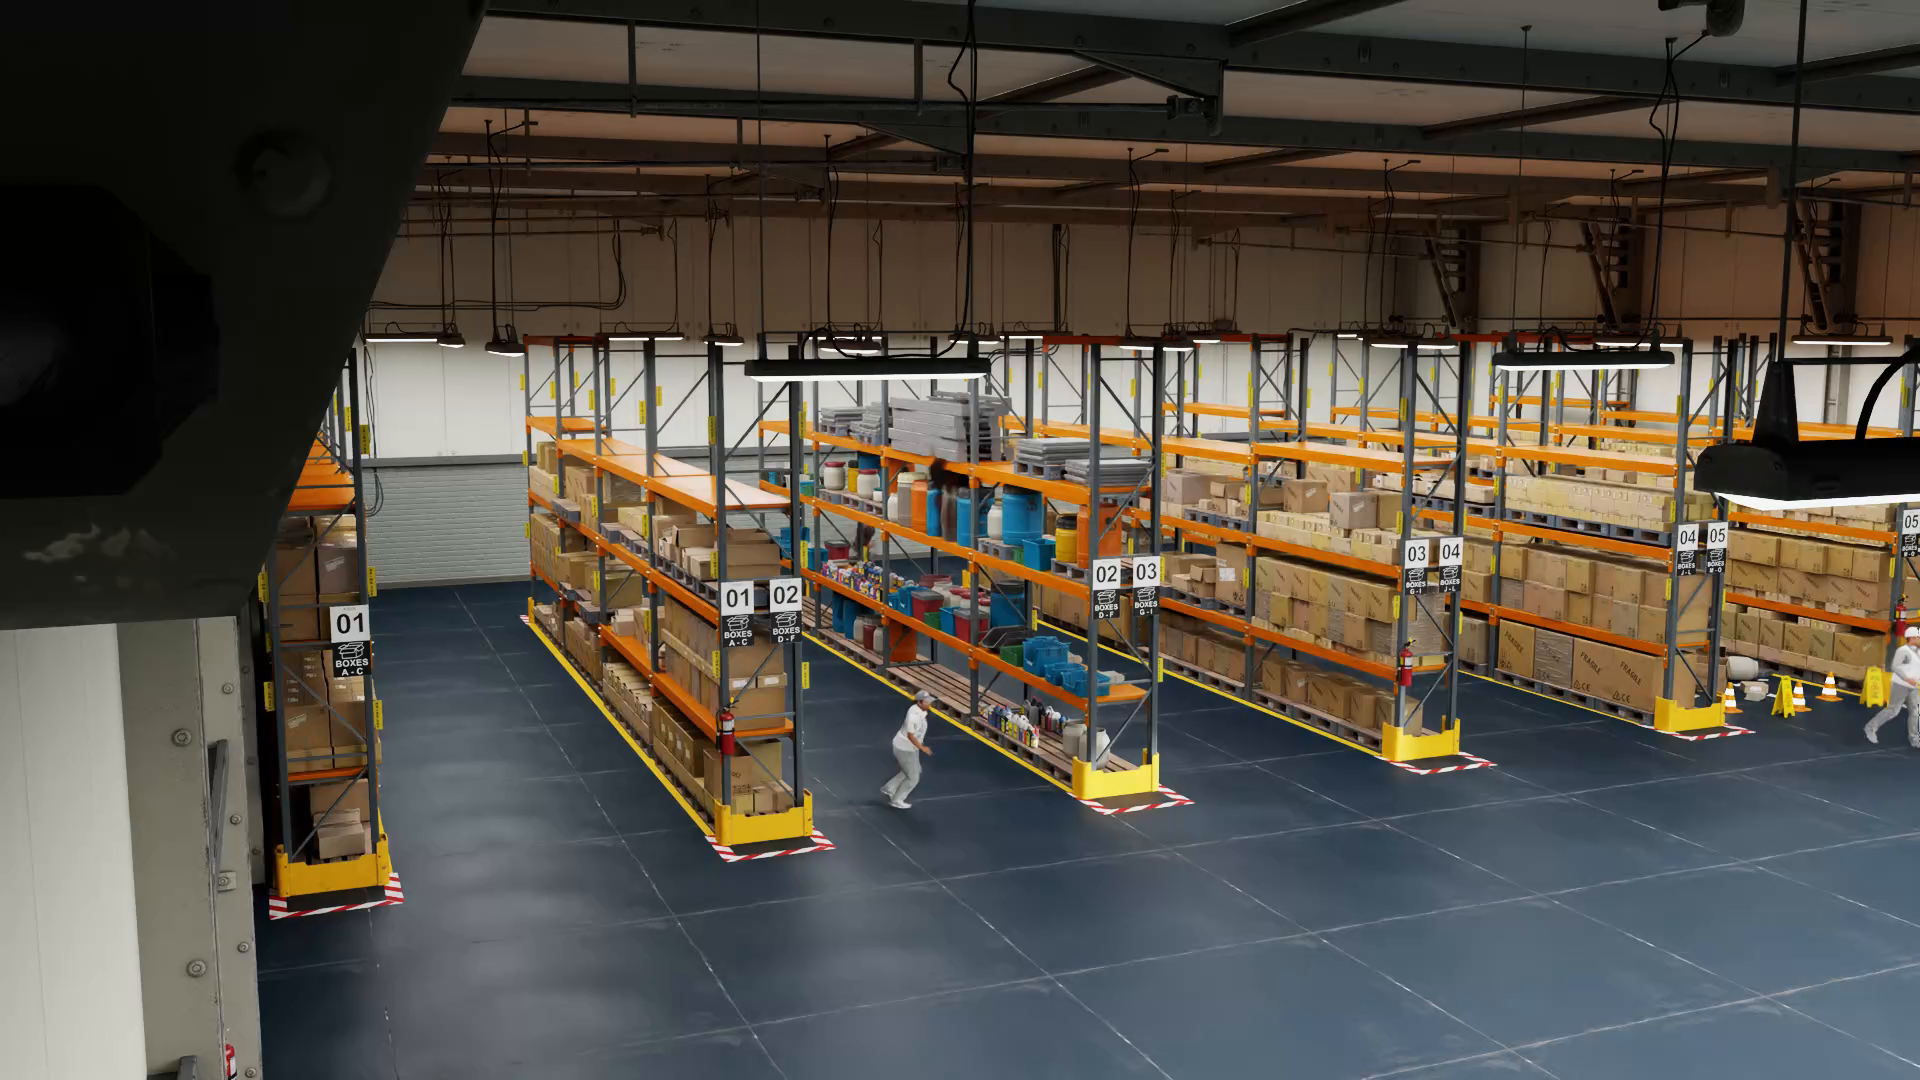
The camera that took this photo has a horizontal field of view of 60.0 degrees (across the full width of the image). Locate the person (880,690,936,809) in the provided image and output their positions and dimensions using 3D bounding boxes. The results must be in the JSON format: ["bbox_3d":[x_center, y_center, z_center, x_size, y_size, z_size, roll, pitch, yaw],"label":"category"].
[{"bbox_3d":[-0.675,2.715,21.506,0.747,1.594,0.582,1,8,4],"label":"person"}]

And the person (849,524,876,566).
[{"bbox_3d":[-2.375,0.221,40.609,0.917,1.465,0.732,4,8,26],"label":"person"}]

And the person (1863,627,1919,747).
[{"bbox_3d":[14.024,2.156,24.636,0.690,1.754,0.916,-6,9,-36],"label":"person"}]
